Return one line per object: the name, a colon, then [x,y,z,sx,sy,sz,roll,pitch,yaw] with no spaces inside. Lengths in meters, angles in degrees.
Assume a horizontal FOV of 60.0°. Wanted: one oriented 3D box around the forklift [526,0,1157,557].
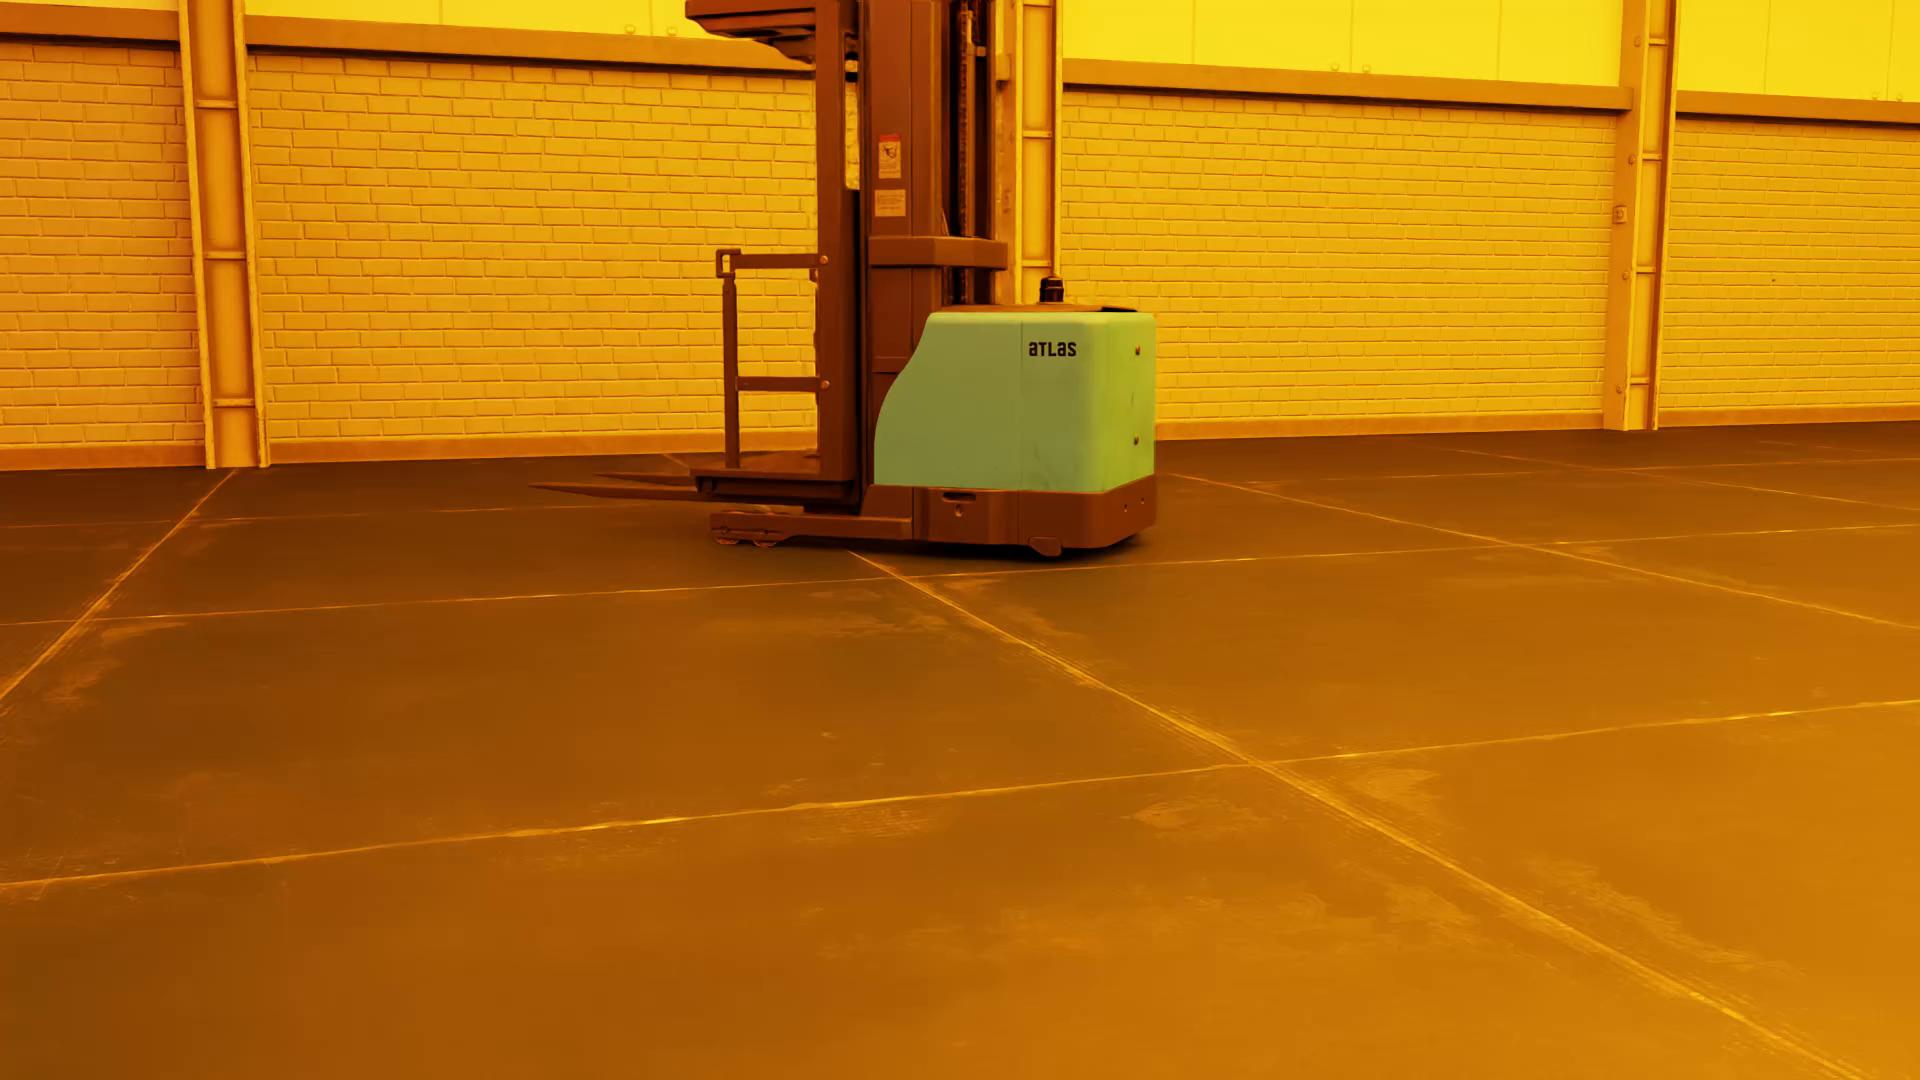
forklift: [-0.631,-1.477,7.910,3.031,2.935,1.130,3,8,20]
